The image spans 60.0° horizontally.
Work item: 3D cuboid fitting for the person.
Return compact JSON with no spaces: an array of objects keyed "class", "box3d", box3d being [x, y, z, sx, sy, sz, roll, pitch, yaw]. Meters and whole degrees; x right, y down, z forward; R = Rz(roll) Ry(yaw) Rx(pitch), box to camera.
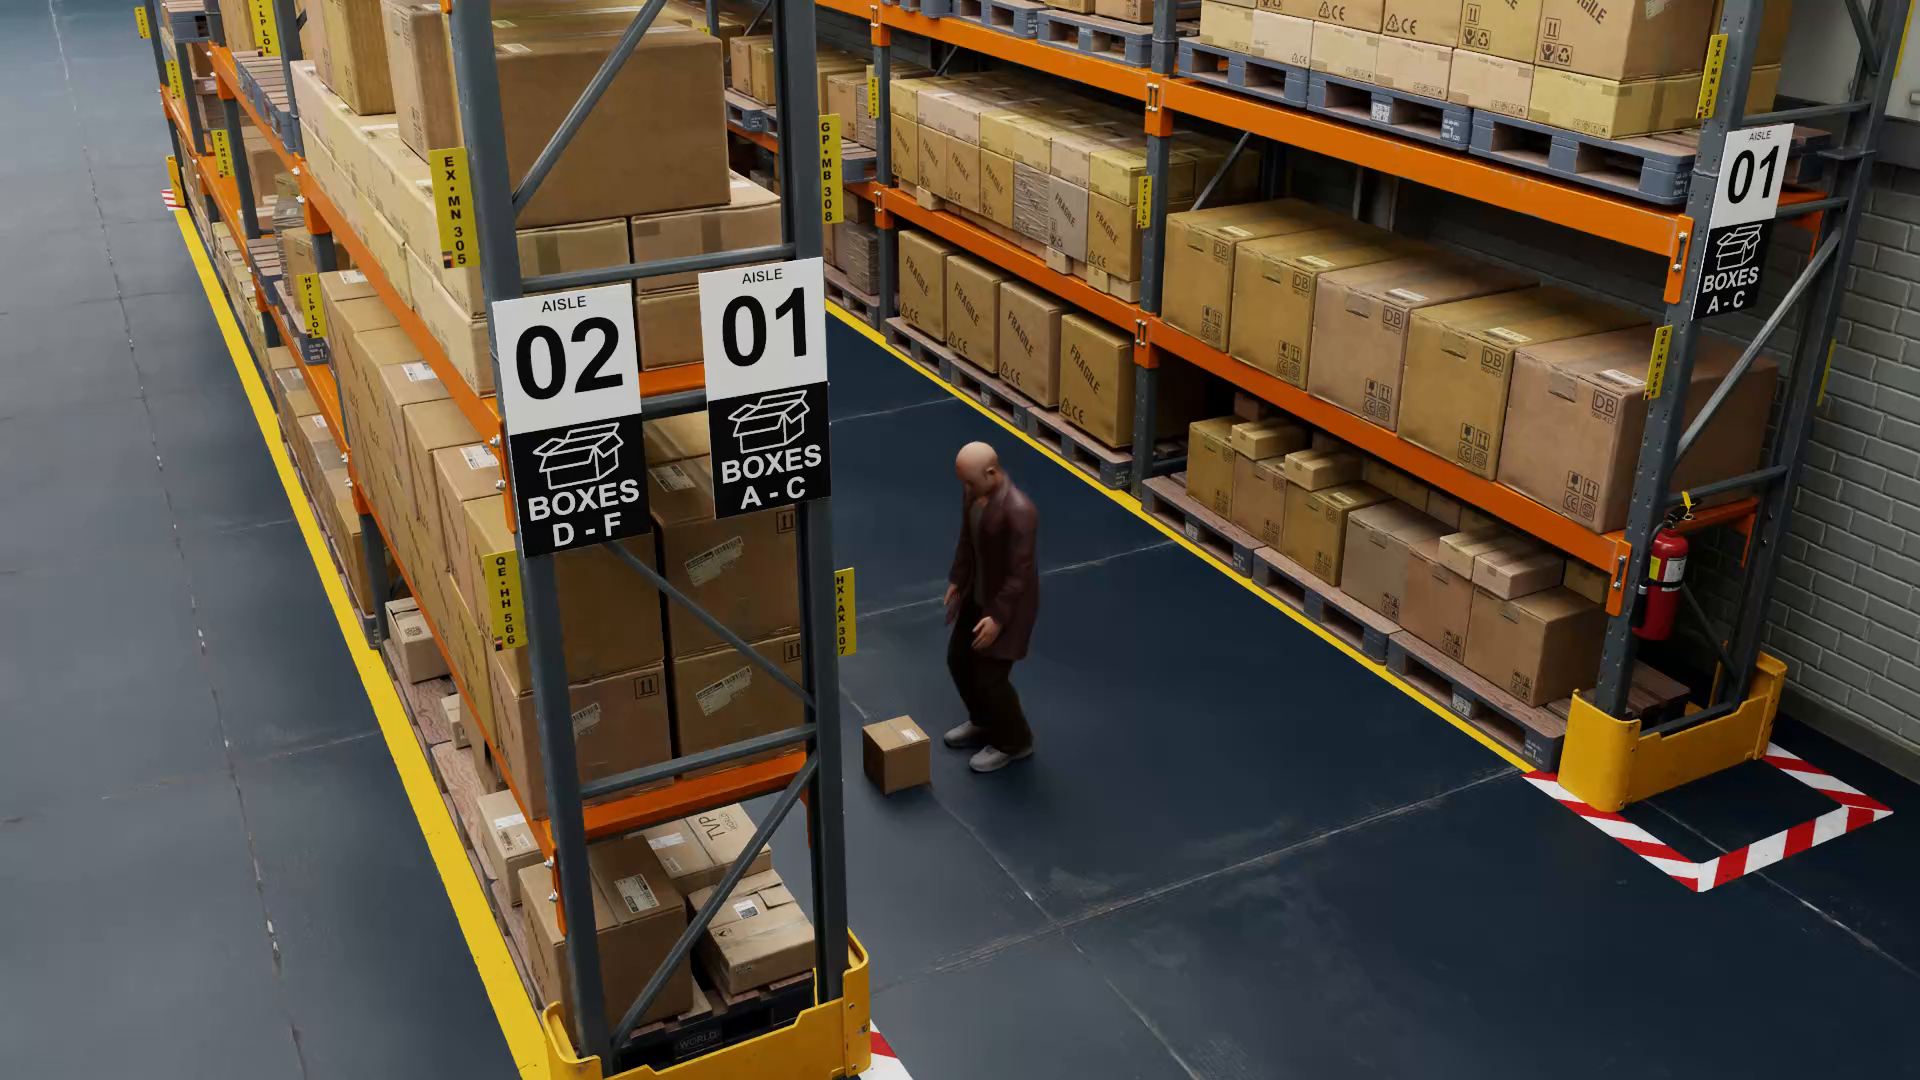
[{"class":"person","box3d":[0.164,0.307,8.066,0.442,1.710,0.595,-12,28,-24]}]
